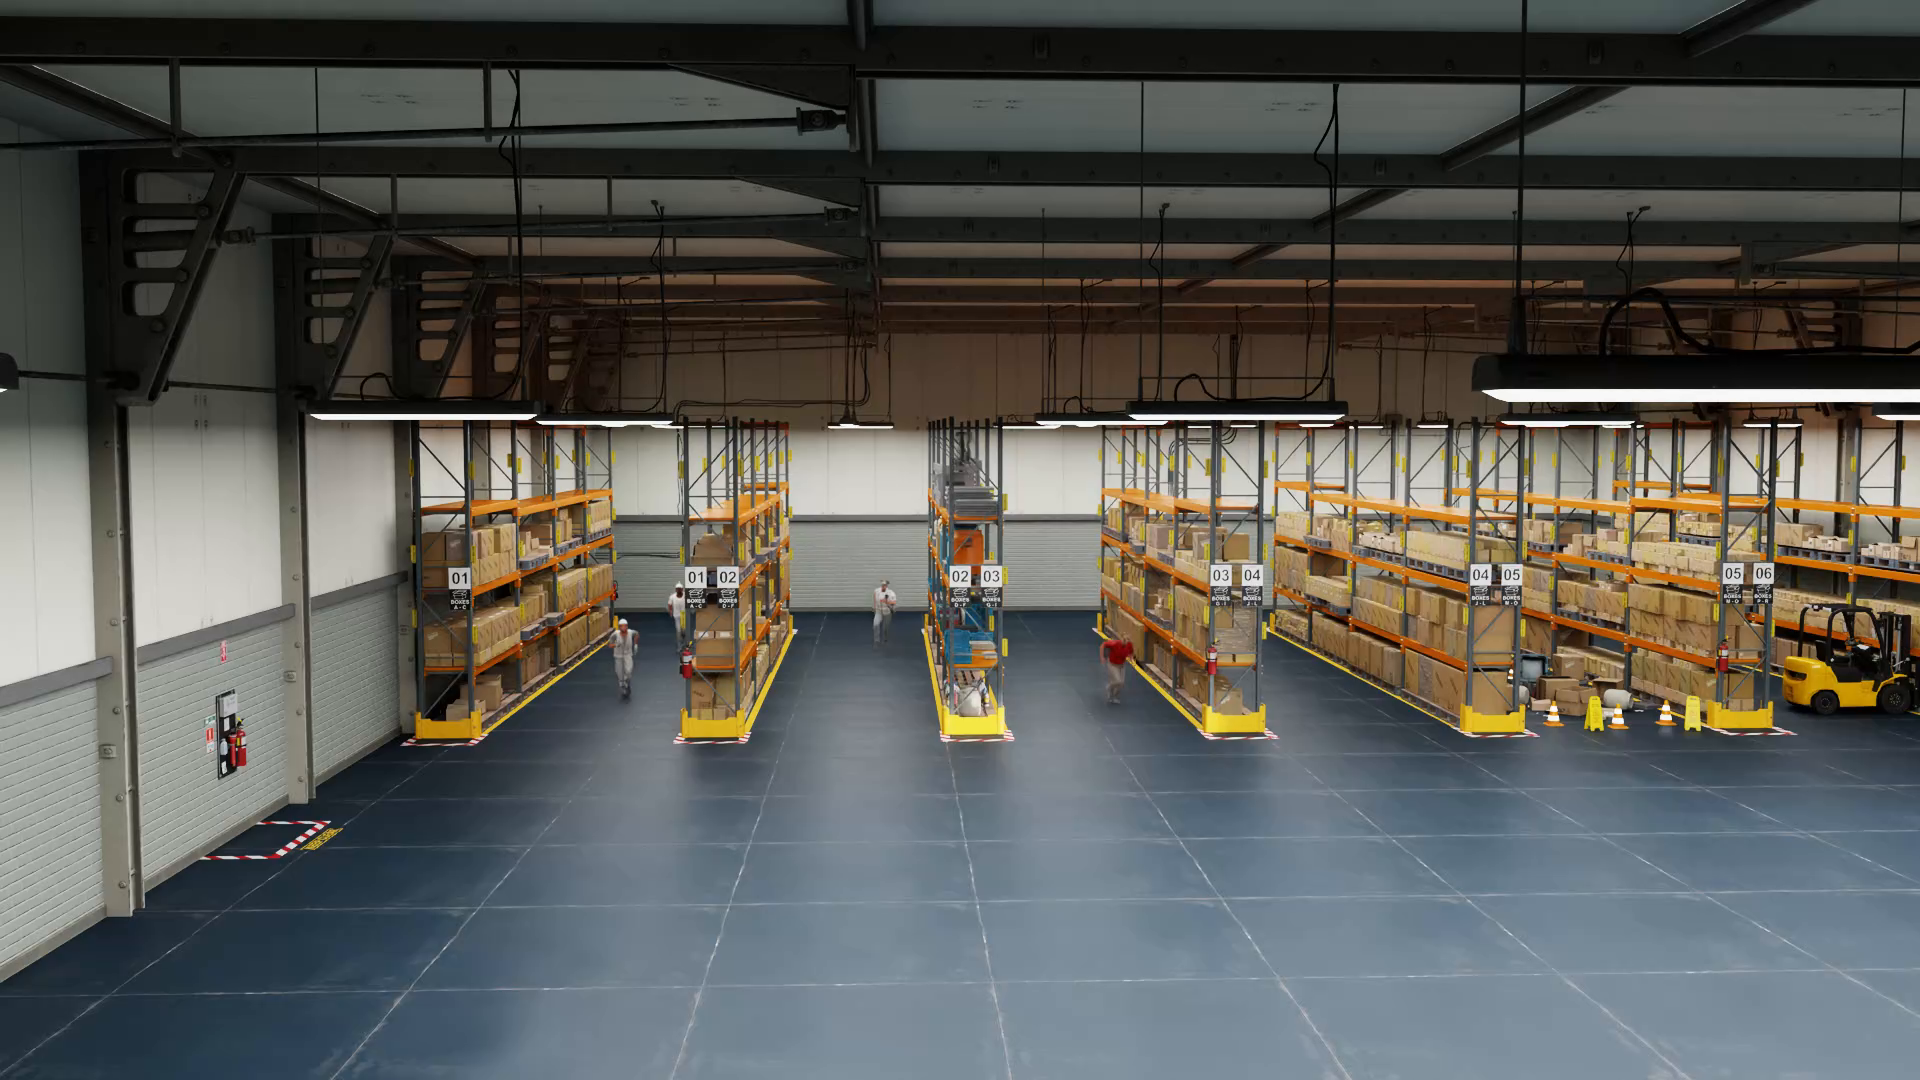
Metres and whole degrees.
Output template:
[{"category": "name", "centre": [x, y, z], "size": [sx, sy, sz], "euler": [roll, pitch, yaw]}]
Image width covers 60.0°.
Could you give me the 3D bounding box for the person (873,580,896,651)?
[{"category": "person", "centre": [-1.921, 1.896, 42.395], "size": [0.652, 1.831, 0.858], "euler": [1, 4, 11]}]

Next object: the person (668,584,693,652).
[{"category": "person", "centre": [-7.290, 2.017, 43.529], "size": [0.694, 1.776, 0.792], "euler": [0, 4, -5]}]

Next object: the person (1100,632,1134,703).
[{"category": "person", "centre": [3.282, 2.680, 34.798], "size": [0.695, 1.550, 0.885], "euler": [-2, 4, -25]}]

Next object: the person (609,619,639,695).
[{"category": "person", "centre": [-7.185, 2.521, 35.575], "size": [0.631, 1.696, 0.862], "euler": [-1, 4, -11]}]
